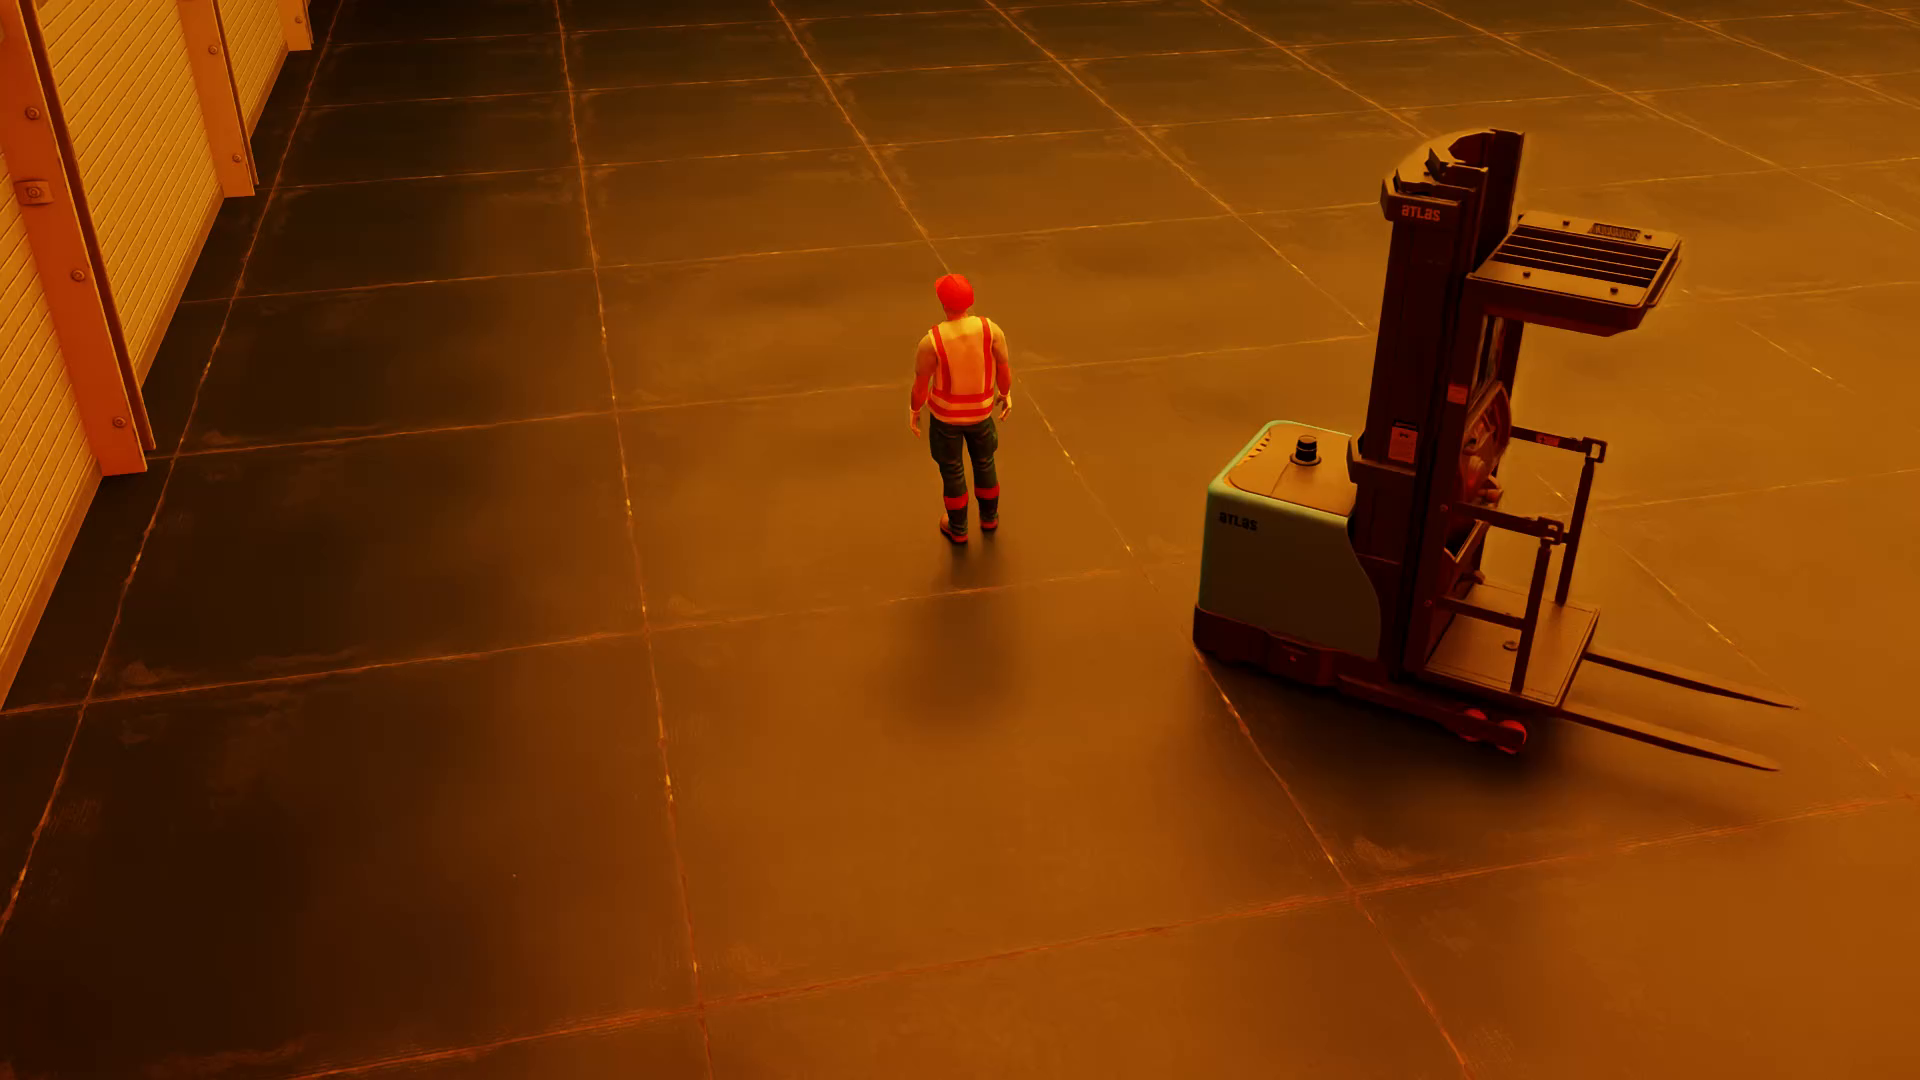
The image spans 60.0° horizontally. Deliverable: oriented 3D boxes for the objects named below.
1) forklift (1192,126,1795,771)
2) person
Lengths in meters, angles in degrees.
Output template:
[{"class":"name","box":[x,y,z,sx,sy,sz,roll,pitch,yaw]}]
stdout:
[{"class":"forklift","box":[2.847,-0.473,8.392,3.031,2.935,1.130,16,34,26]},{"class":"person","box":[-0.006,-0.821,10.118,0.637,1.787,0.564,-7,31,-12]}]
